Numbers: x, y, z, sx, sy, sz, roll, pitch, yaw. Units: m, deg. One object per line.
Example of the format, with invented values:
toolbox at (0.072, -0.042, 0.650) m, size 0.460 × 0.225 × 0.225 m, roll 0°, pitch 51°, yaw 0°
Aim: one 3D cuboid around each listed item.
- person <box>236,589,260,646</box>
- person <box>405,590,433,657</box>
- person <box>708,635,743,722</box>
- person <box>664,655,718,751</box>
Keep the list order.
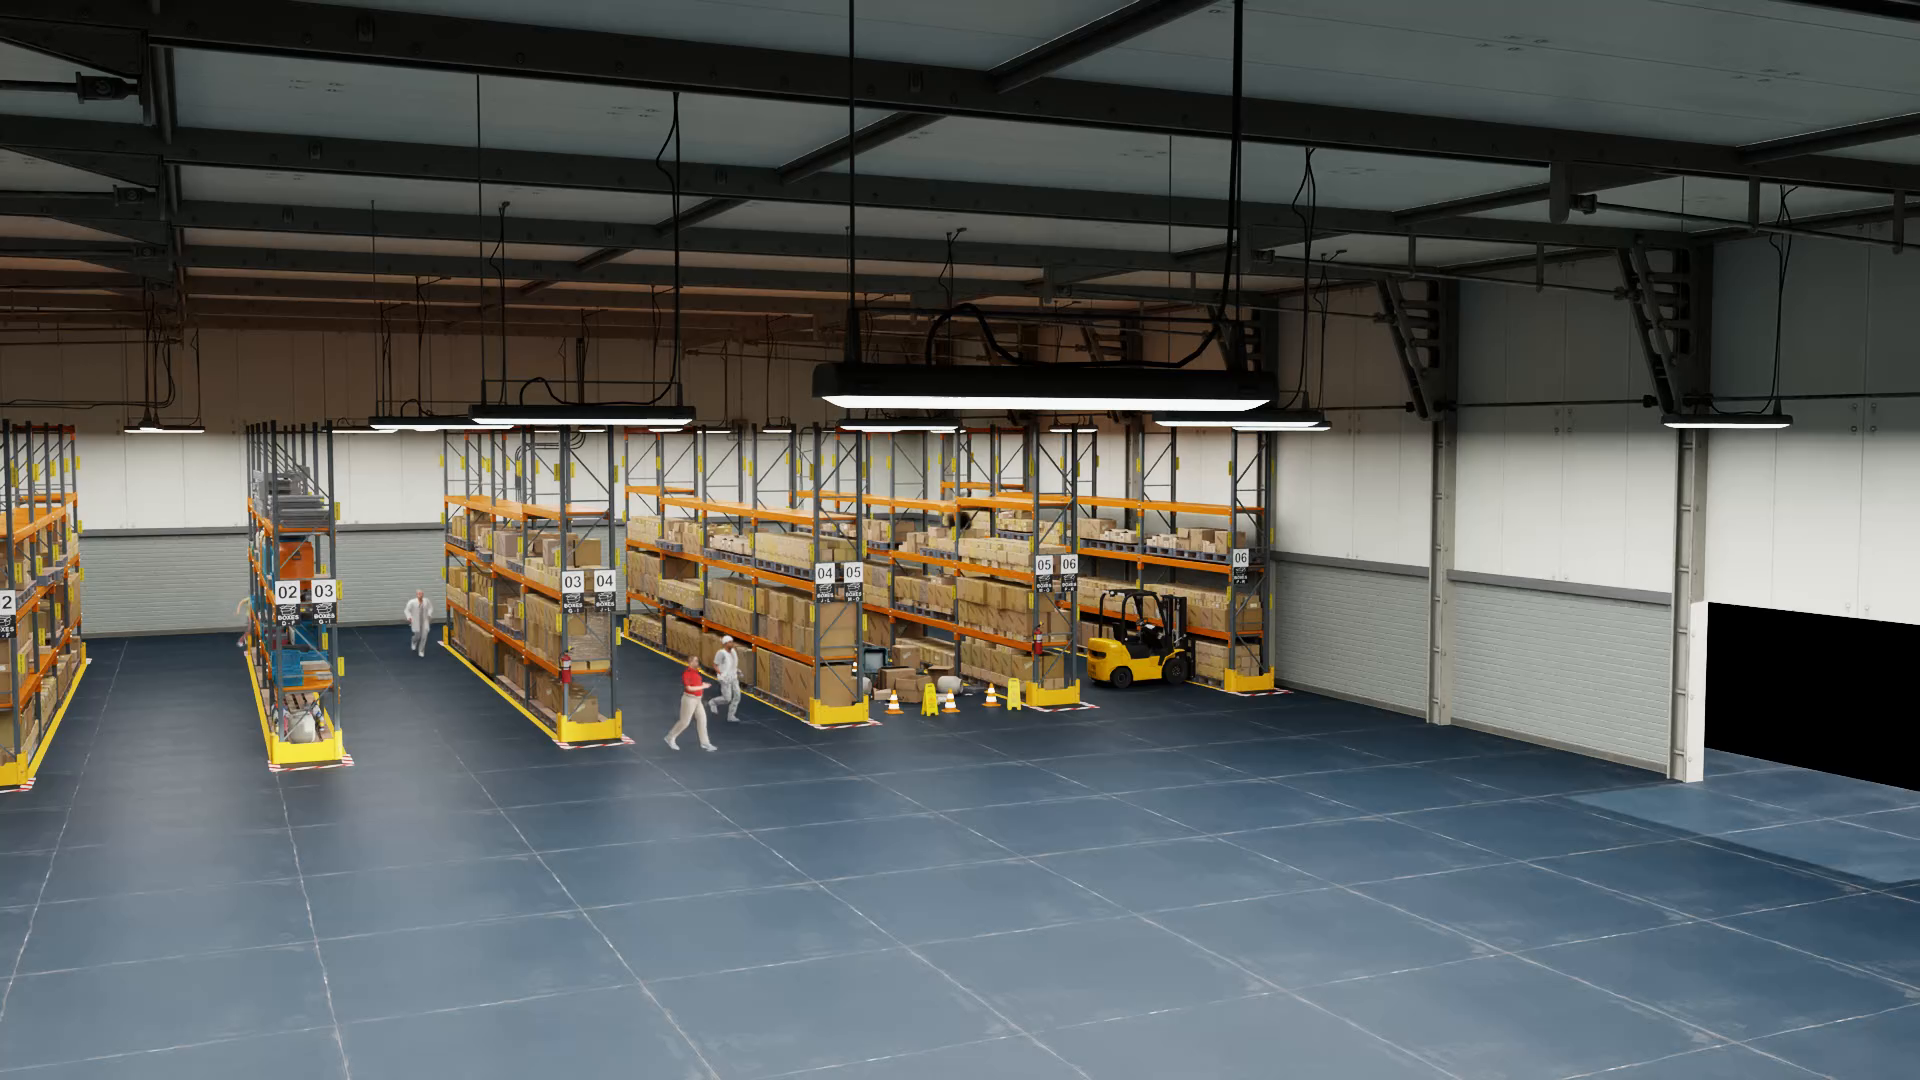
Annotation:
person at (-19.359, 2.108, 45.476) m, size 0.659 × 1.558 × 0.764 m, roll 2°, pitch 4°, yaw 26°
person at (-14.133, 2.160, 43.470) m, size 0.728 × 1.734 × 0.721 m, roll -2°, pitch 4°, yaw -33°
person at (-4.687, 2.778, 33.354) m, size 0.687 × 1.741 × 0.676 m, roll 2°, pitch 4°, yaw 33°
person at (-4.881, 2.950, 30.075) m, size 0.966 × 1.735 × 0.648 m, roll 1°, pitch 4°, yaw 14°
